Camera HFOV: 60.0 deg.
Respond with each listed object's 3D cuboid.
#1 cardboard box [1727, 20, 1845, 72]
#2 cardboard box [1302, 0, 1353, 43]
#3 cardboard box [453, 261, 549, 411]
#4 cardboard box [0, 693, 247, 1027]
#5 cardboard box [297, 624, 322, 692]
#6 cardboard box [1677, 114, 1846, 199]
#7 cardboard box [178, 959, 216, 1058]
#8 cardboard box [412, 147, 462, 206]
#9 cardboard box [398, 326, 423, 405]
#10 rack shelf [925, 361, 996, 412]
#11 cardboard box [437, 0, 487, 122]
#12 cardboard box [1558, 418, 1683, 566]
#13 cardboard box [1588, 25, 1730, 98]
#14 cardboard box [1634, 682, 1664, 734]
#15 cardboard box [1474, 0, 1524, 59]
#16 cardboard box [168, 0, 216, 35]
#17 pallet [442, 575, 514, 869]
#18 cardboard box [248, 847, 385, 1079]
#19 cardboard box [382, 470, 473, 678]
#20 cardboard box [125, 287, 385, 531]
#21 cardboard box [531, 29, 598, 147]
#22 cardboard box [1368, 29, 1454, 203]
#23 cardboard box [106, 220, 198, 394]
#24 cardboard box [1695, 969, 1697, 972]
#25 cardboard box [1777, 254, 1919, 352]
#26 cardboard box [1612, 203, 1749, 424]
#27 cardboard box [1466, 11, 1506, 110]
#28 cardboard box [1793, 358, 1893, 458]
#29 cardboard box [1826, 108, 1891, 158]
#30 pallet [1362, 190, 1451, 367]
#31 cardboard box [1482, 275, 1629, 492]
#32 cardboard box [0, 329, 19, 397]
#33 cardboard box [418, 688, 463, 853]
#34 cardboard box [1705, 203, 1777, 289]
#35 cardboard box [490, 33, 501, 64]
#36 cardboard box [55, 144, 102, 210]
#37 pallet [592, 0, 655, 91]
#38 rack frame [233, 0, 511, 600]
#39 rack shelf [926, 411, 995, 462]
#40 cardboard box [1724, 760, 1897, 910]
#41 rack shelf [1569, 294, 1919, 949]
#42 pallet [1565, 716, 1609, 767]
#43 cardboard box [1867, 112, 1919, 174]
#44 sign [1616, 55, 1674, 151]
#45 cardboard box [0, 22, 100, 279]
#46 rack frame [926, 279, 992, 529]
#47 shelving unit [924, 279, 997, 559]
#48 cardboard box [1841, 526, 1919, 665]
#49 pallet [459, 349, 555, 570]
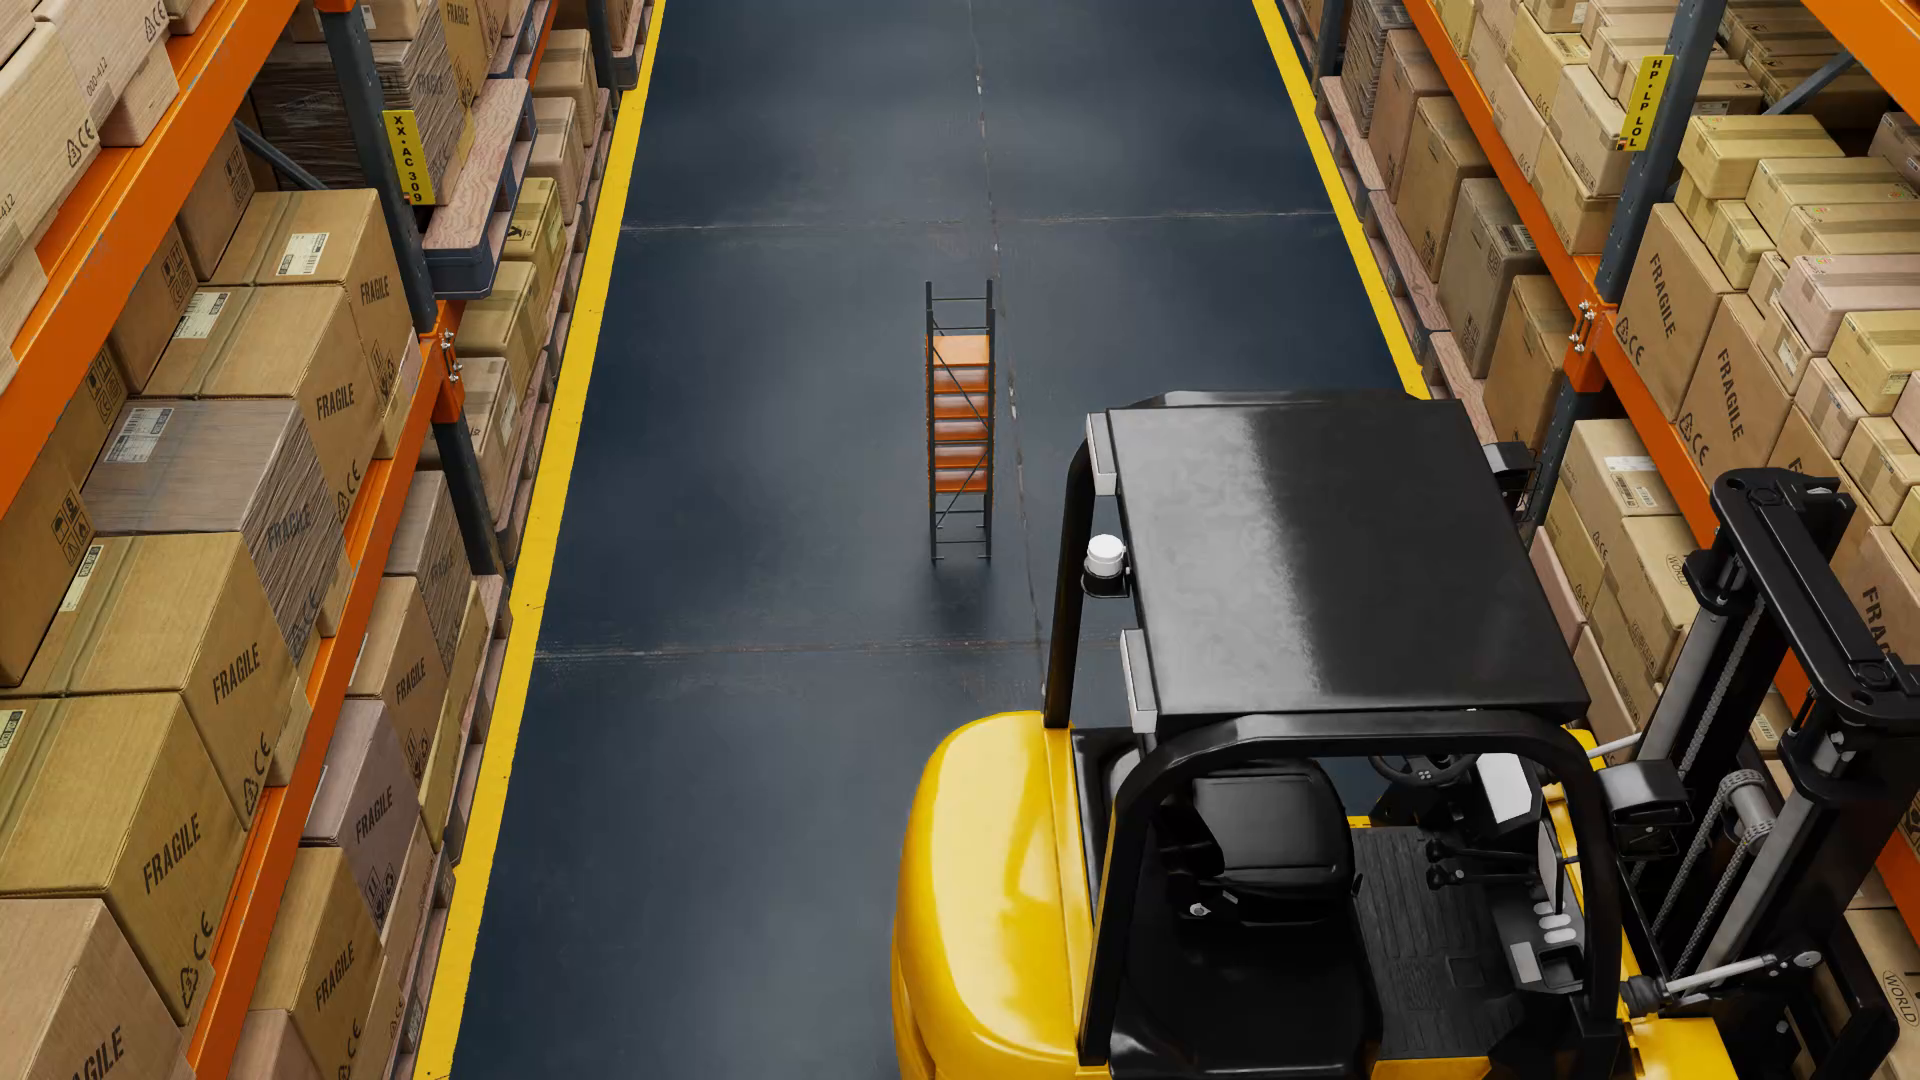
[{"bbox_3d":[2.937,-1.697,5.828,0.380,0.149,0.250,-3,43,-3],"label":"cardboard box"},{"bbox_3d":[2.293,-3.208,9.569,0.500,0.500,0.500,-1,43,-1],"label":"cardboard box"},{"bbox_3d":[-2.322,-0.876,7.119,0.950,0.372,0.625,1,43,1],"label":"cardboard box"},{"bbox_3d":[-1.884,0.682,3.491,0.500,0.500,0.500,-2,43,-3],"label":"cardboard box"},{"bbox_3d":[-1.917,0.310,4.378,0.380,0.149,0.250,-2,43,-3],"label":"cardboard box"},{"bbox_3d":[2.413,-1.157,5.018,0.380,0.149,0.250,-1,43,-1],"label":"cardboard box"},{"bbox_3d":[-1.865,1.010,3.614,0.380,0.149,0.250,-1,43,-1],"label":"cardboard box"},{"bbox_3d":[-1.971,-1.295,5.818,0.380,0.149,0.250,-1,43,-1],"label":"cardboard box"},{"bbox_3d":[-1.945,-0.549,5.315,0.380,0.149,0.250,-2,43,-2],"label":"cardboard box"},{"bbox_3d":[0.001,-0.577,6.202,0.258,0.103,0.180,-2,43,-2],"label":"rack shelf"},{"bbox_3d":[-2.018,-1.814,5.905,0.500,0.500,0.500,-2,43,-2],"label":"cardboard box"},{"bbox_3d":[2.403,-0.169,5.699,0.500,0.250,0.500,-2,43,-2],"label":"cardboard box"},{"bbox_3d":[2.431,-1.669,5.797,0.380,0.149,0.250,-2,43,-2],"label":"cardboard box"},{"bbox_3d":[2.441,0.694,5.127,0.500,0.250,0.500,-2,43,-2],"label":"cardboard box"},{"bbox_3d":[2.375,-2.141,6.607,0.500,0.250,0.500,-1,43,-1],"label":"cardboard box"},{"bbox_3d":[-1.987,-1.314,3.930,0.380,0.149,0.250,-1,43,-1],"label":"cardboard box"},{"bbox_3d":[-2.199,0.630,5.906,1.003,0.211,1.213,-2,43,-2],"label":"pallet"},{"bbox_3d":[-1.892,1.172,4.420,0.500,0.500,0.500,-1,43,-1],"label":"cardboard box"},{"bbox_3d":[-1.970,0.124,5.564,0.500,0.500,0.500,-2,43,-2],"label":"cardboard box"},{"bbox_3d":[-1.967,-0.357,4.625,0.500,0.500,0.500,0,43,0],"label":"cardboard box"},{"bbox_3d":[-2.419,-2.355,8.733,0.950,0.372,0.625,-4,43,-5],"label":"cardboard box"},{"bbox_3d":[2.575,-2.113,8.282,0.875,0.625,0.625,0,43,0],"label":"cardboard box"},{"bbox_3d":[-2.461,-0.717,4.278,0.700,0.500,0.500,-1,43,-2],"label":"cardboard box"},{"bbox_3d":[2.462,1.232,4.910,0.500,0.250,0.500,0,43,0],"label":"cardboard box"},{"bbox_3d":[2.443,-0.634,4.448,0.380,0.149,0.250,-1,43,-1],"label":"cardboard box"},{"bbox_3d":[2.454,-0.725,5.247,0.500,0.500,0.500,-3,43,-3],"label":"cardboard box"},{"bbox_3d":[2.396,-1.948,6.766,0.500,0.250,0.500,-1,43,-2],"label":"cardboard box"},{"bbox_3d":[2.444,-0.353,4.361,0.380,0.149,0.250,-2,43,-2],"label":"cardboard box"},{"bbox_3d":[2.931,-1.474,5.879,0.500,0.250,0.500,-2,43,-2],"label":"cardboard box"},{"bbox_3d":[2.571,-1.289,8.000,1.003,0.211,1.213,-2,43,-2],"label":"pallet"},{"bbox_3d":[2.663,-0.627,6.660,0.875,0.625,0.625,0,43,0],"label":"cardboard box"},{"bbox_3d":[-1.842,-0.268,2.789,0.380,0.149,0.250,-1,43,-1],"label":"cardboard box"},{"bbox_3d":[-1.937,0.759,5.426,0.500,0.250,0.500,-3,43,-3],"label":"cardboard box"},{"bbox_3d":[2.459,-0.874,4.929,0.380,0.149,0.250,-1,43,-1],"label":"cardboard box"},{"bbox_3d":[-2.039,-1.994,6.581,0.380,0.149,0.250,-1,43,-1],"label":"cardboard box"},{"bbox_3d":[-1.989,-0.786,3.354,0.380,0.149,0.250,-1,43,-1],"label":"cardboard box"},{"bbox_3d":[-2.391,-3.057,9.929,1.003,0.211,1.213,-2,43,-2],"label":"pallet"},{"bbox_3d":[-2.263,-0.850,5.458,1.000,3.000,0.127,-2,43,-2],"label":"rack frame"},{"bbox_3d":[0.001,-0.400,6.364,0.258,0.103,0.180,-2,43,-2],"label":"rack shelf"},{"bbox_3d":[2.462,0.866,4.569,0.500,0.250,0.500,-2,43,-3],"label":"cardboard box"},{"bbox_3d":[2.781,0.620,4.386,1.077,0.370,4.000,-2,43,-2],"label":"rack shelf"},{"bbox_3d":[2.688,0.571,5.971,1.003,0.211,1.213,-2,43,-2],"label":"pallet"},{"bbox_3d":[3.012,-1.174,5.037,0.380,0.149,0.250,-2,43,-2],"label":"cardboard box"},{"bbox_3d":[2.154,-1.371,5.227,0.100,0.325,0.005,-2,43,-2],"label":"sign"},{"bbox_3d":[-1.909,-0.692,2.956,0.500,0.250,0.500,-1,43,-1],"label":"cardboard box"},{"bbox_3d":[-0.003,-0.494,6.401,0.240,1.200,0.006,-2,43,-2],"label":"rack frame"},{"bbox_3d":[0.001,-0.433,6.334,0.258,1.200,0.189,-2,43,-2],"label":"shelving unit"},{"bbox_3d":[2.516,0.308,4.120,0.500,0.500,0.500,-1,43,-2],"label":"cardboard box"},{"bbox_3d":[-2.297,-0.348,6.973,1.003,0.211,1.213,-2,43,-2],"label":"pallet"}]
